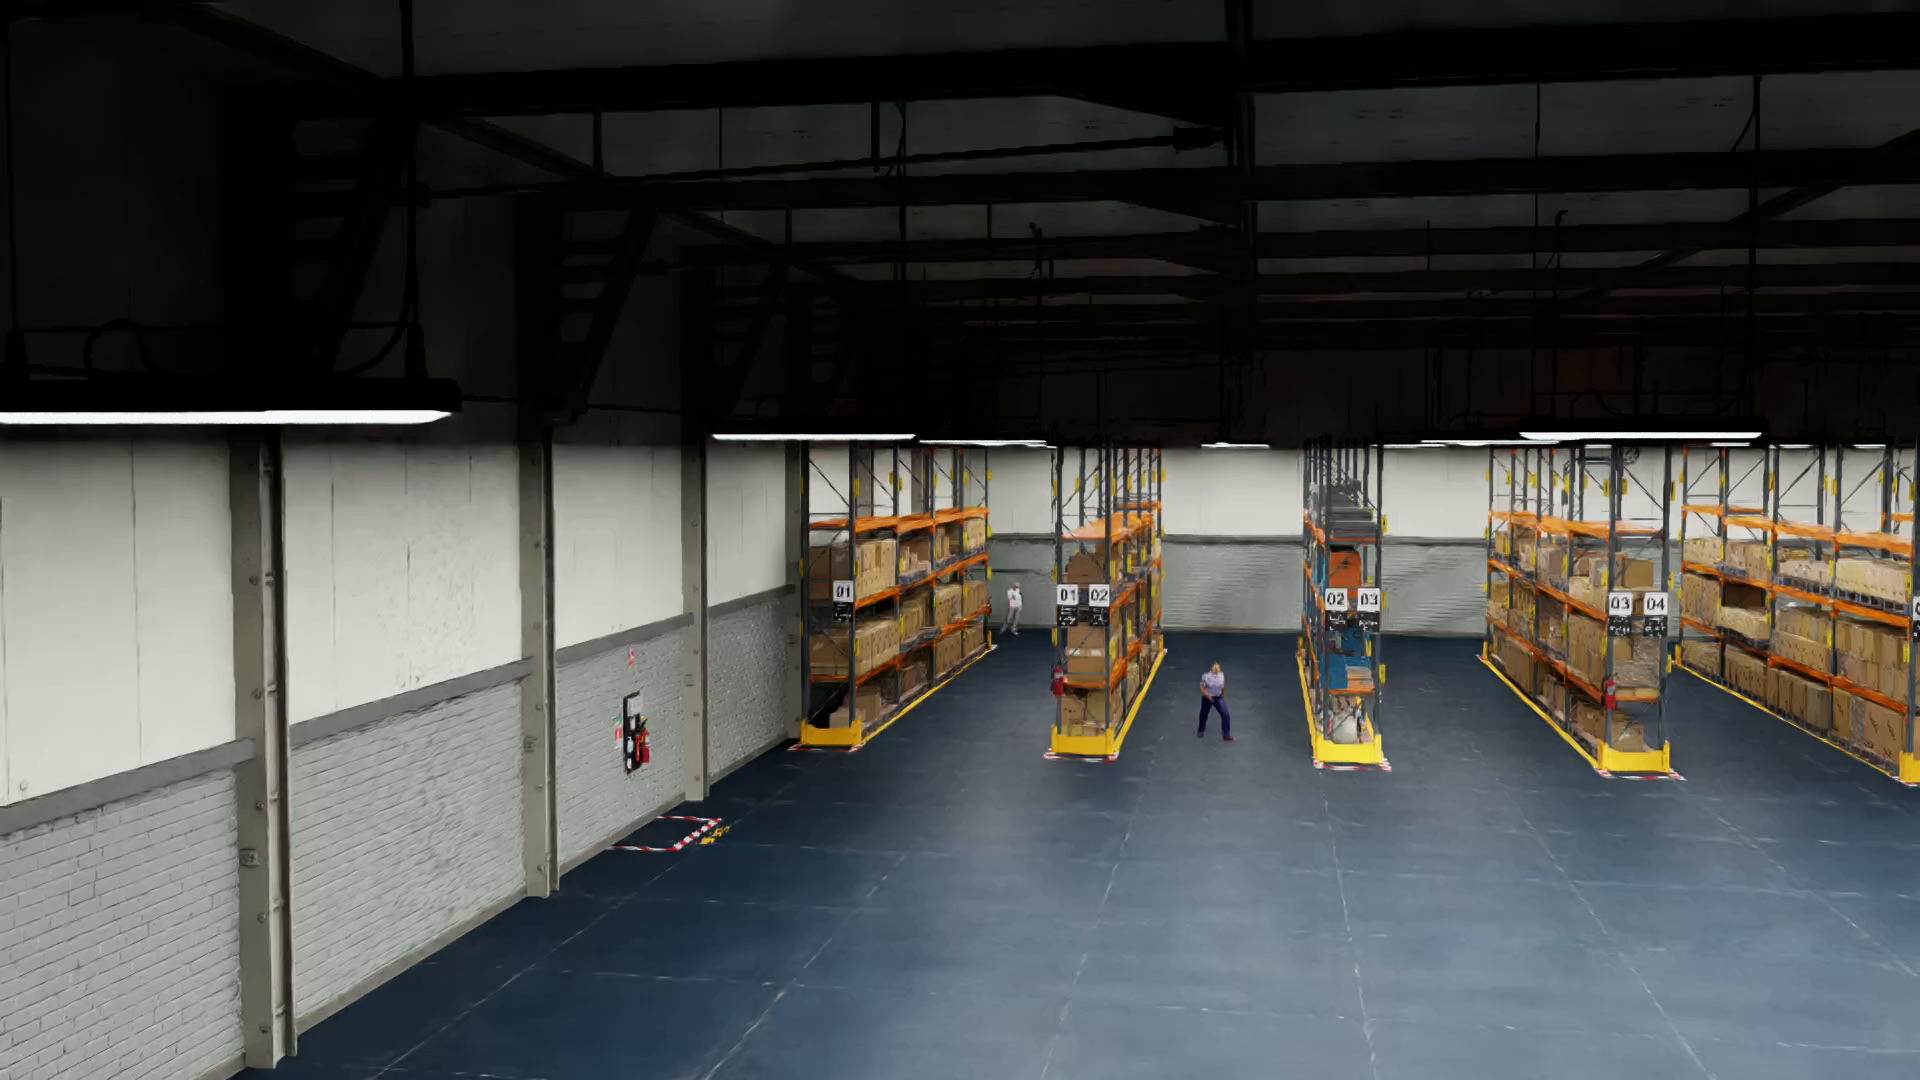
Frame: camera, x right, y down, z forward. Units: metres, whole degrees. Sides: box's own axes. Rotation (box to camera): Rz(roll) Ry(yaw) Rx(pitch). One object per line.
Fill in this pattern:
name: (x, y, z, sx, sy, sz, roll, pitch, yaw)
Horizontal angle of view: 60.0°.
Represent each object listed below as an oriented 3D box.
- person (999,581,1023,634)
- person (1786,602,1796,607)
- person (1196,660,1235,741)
person: (1.591, 2.098, 51.798, 0.674, 1.656, 0.536, -2, 4, -31)
person: (21.497, 2.487, 43.071, 0.588, 1.784, 0.663, 2, 4, 32)
person: (5.026, 3.146, 32.869, 0.660, 1.580, 0.811, 0, 3, -8)
